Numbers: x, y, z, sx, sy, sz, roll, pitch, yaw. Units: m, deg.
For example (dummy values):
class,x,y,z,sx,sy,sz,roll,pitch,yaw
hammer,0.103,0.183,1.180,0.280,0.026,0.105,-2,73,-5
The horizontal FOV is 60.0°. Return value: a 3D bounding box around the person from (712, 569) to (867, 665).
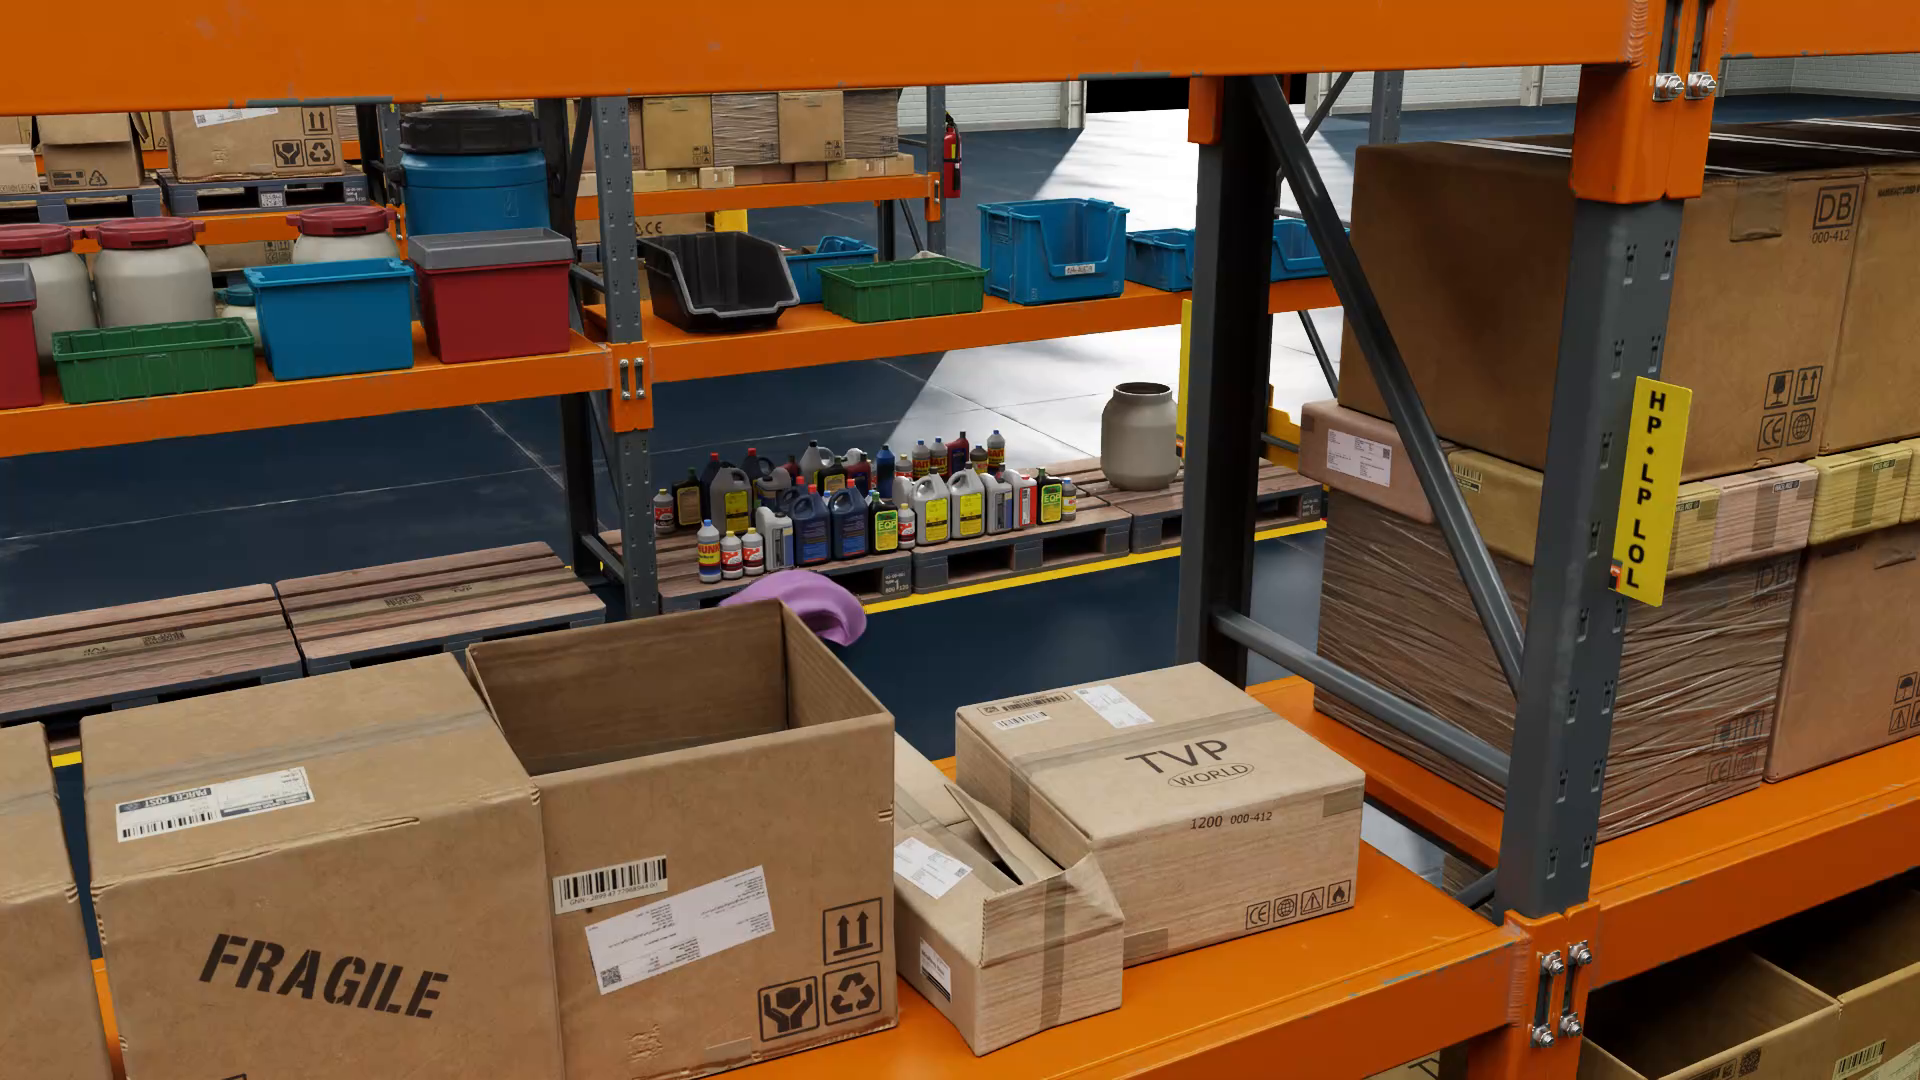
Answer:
class,x,y,z,sx,sy,sz,roll,pitch,yaw
person,-0.714,0.552,5.616,0.855,0.846,0.429,-11,22,-29
